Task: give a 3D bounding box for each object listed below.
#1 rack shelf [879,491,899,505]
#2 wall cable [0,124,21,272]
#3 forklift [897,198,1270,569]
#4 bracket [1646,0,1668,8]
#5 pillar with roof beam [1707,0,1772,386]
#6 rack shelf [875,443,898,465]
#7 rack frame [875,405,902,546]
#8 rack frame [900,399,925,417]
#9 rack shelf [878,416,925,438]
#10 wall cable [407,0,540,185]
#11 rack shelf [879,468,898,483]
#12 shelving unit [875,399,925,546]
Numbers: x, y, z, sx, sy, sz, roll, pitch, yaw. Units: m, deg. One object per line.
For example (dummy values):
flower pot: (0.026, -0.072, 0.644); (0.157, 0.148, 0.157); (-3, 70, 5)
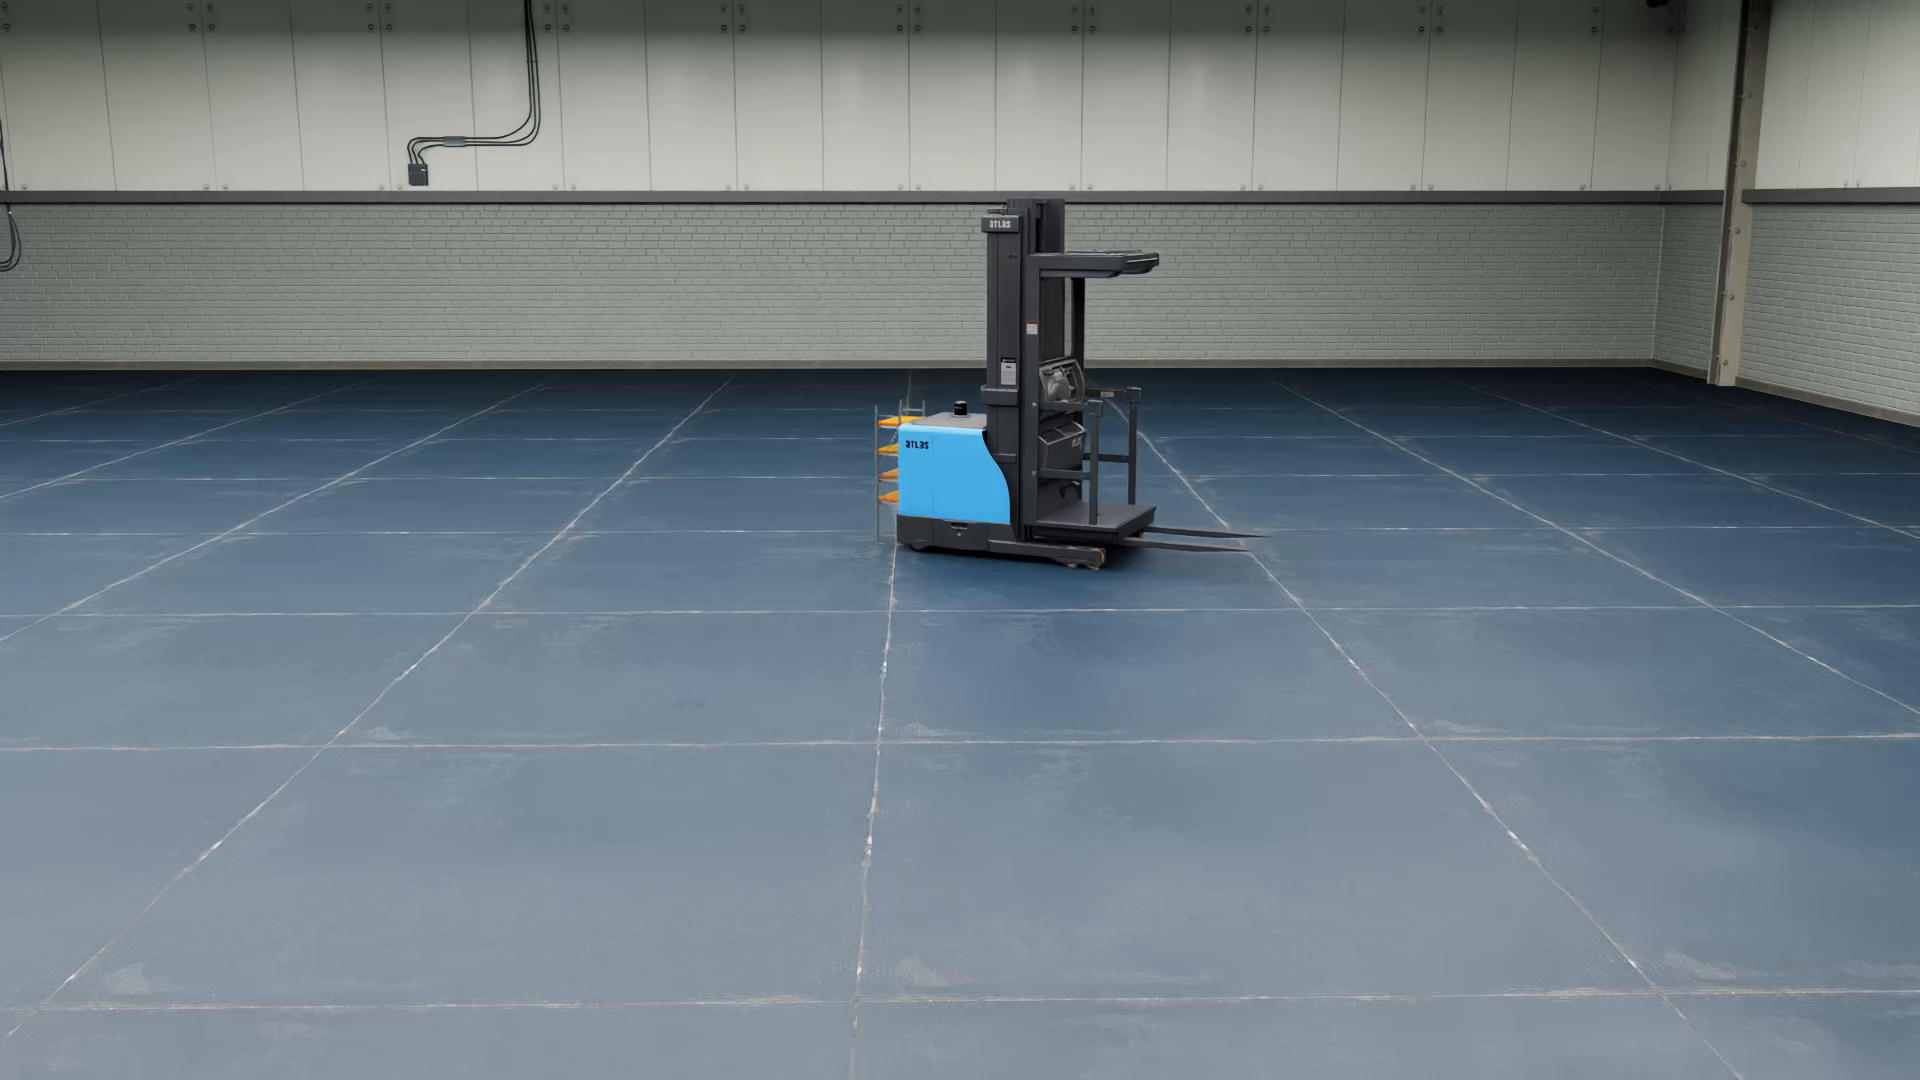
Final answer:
rack shelf: (-0.514, -0.333, 14.518); (0.258, 0.148, 0.480); (5, 12, 23)
wall cable: (-17.866, -5.872, 28.681); (3.097, 2.526, 0.112); (0, 11, -1)
forklift: (1.027, -1.319, 13.690); (3.031, 2.935, 1.130); (5, 13, 23)
bracket: (11.953, -9.249, 28.460); (0.235, 0.232, 0.430); (0, 11, -1)
pillar with roof beam: (8.062, -6.915, 26.010); (9.100, 9.000, 0.400); (0, 11, -1)
rack shelf: (-0.514, -0.747, 14.435); (0.258, 0.148, 0.480); (5, 12, 23)
rack frame: (-0.611, -0.549, 14.246); (0.240, 1.200, 0.015); (5, 12, 23)
rack frame: (-0.417, -0.638, 14.685); (0.240, 1.200, 0.015); (5, 12, 23)
rack shelf: (-0.514, -0.978, 14.387); (0.258, 0.148, 0.480); (5, 12, 23)
wall cable: (-8.375, -9.097, 28.211); (2.305, 6.003, 0.169); (0, 11, -1)
rack shelf: (-0.514, -0.527, 14.479); (0.258, 0.148, 0.480); (5, 12, 23)
shelving unit: (-0.514, -0.593, 14.466); (0.258, 1.200, 0.503); (5, 12, 23)
